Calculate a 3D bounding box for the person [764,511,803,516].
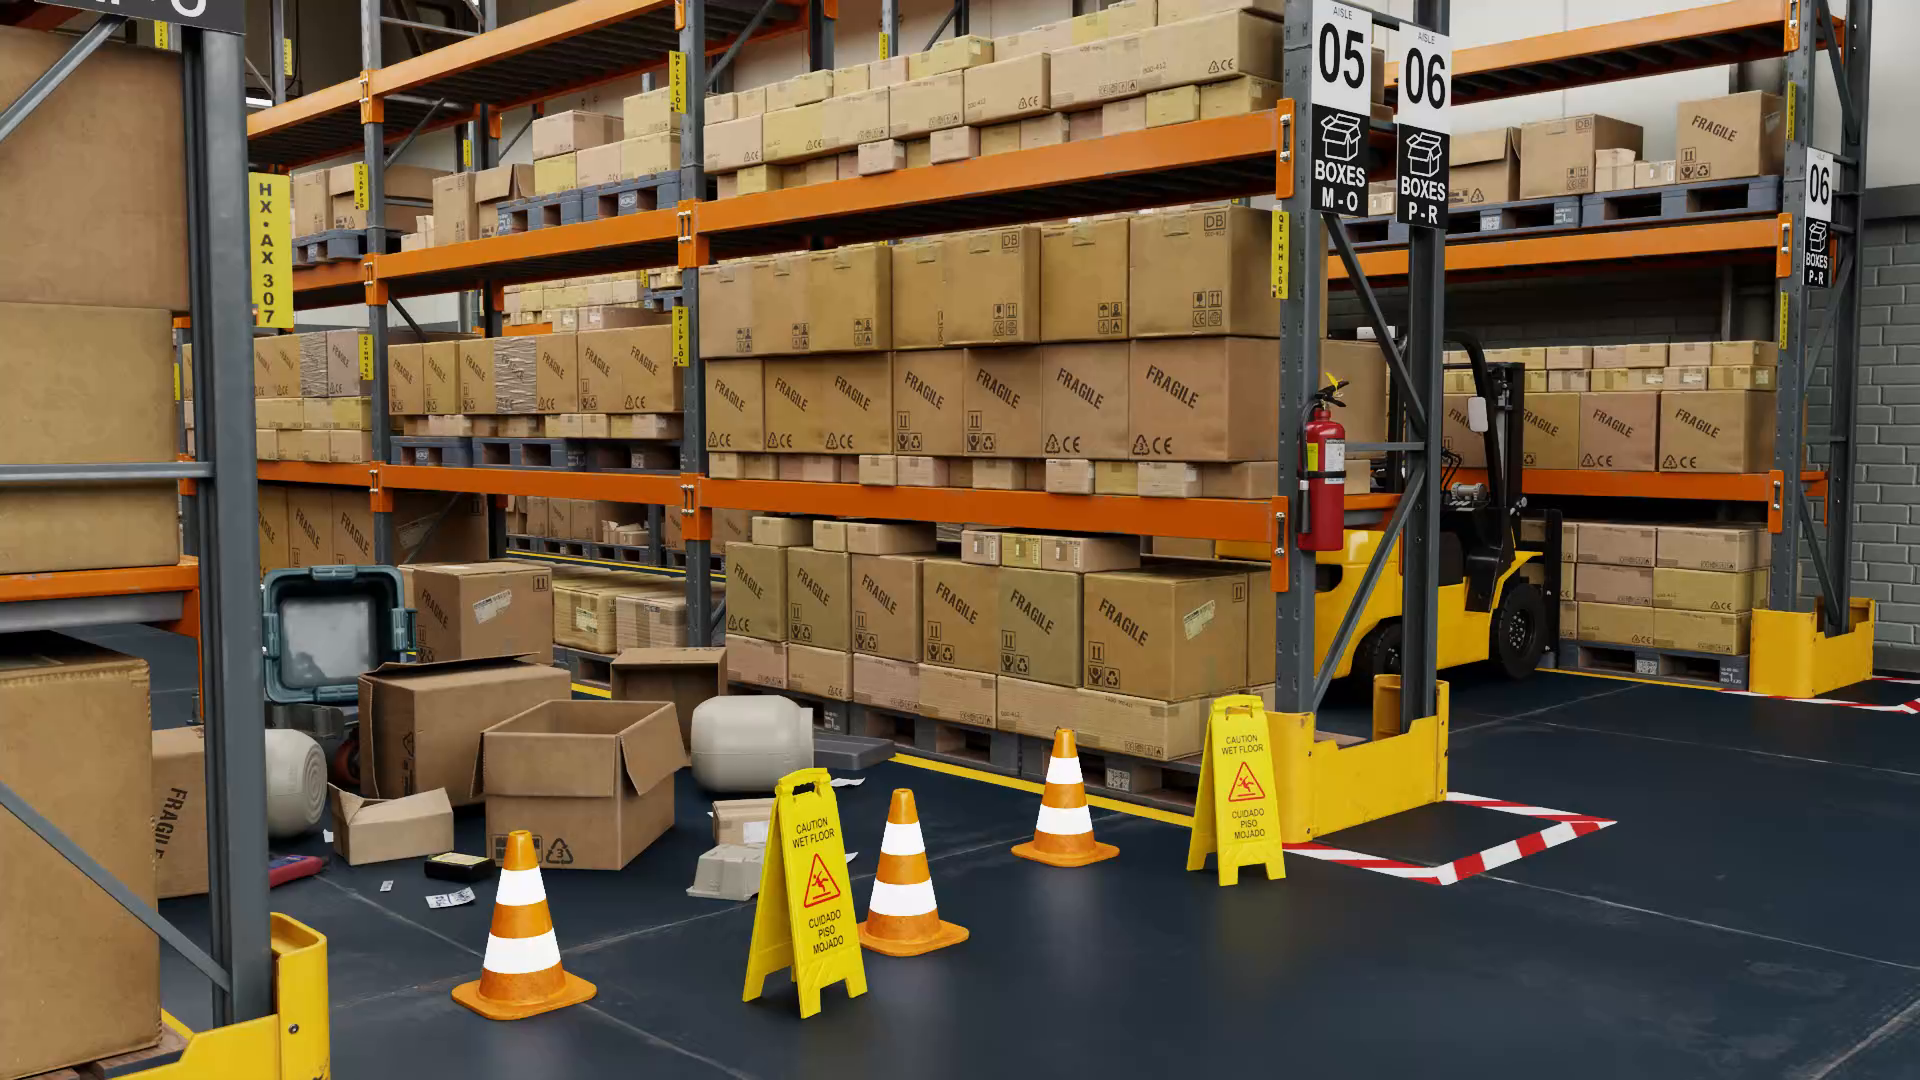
[{"bbox_3d":[-1.207,-0.050,11.899,0.422,1.638,0.535,4,6,44],"label":"person"}]
